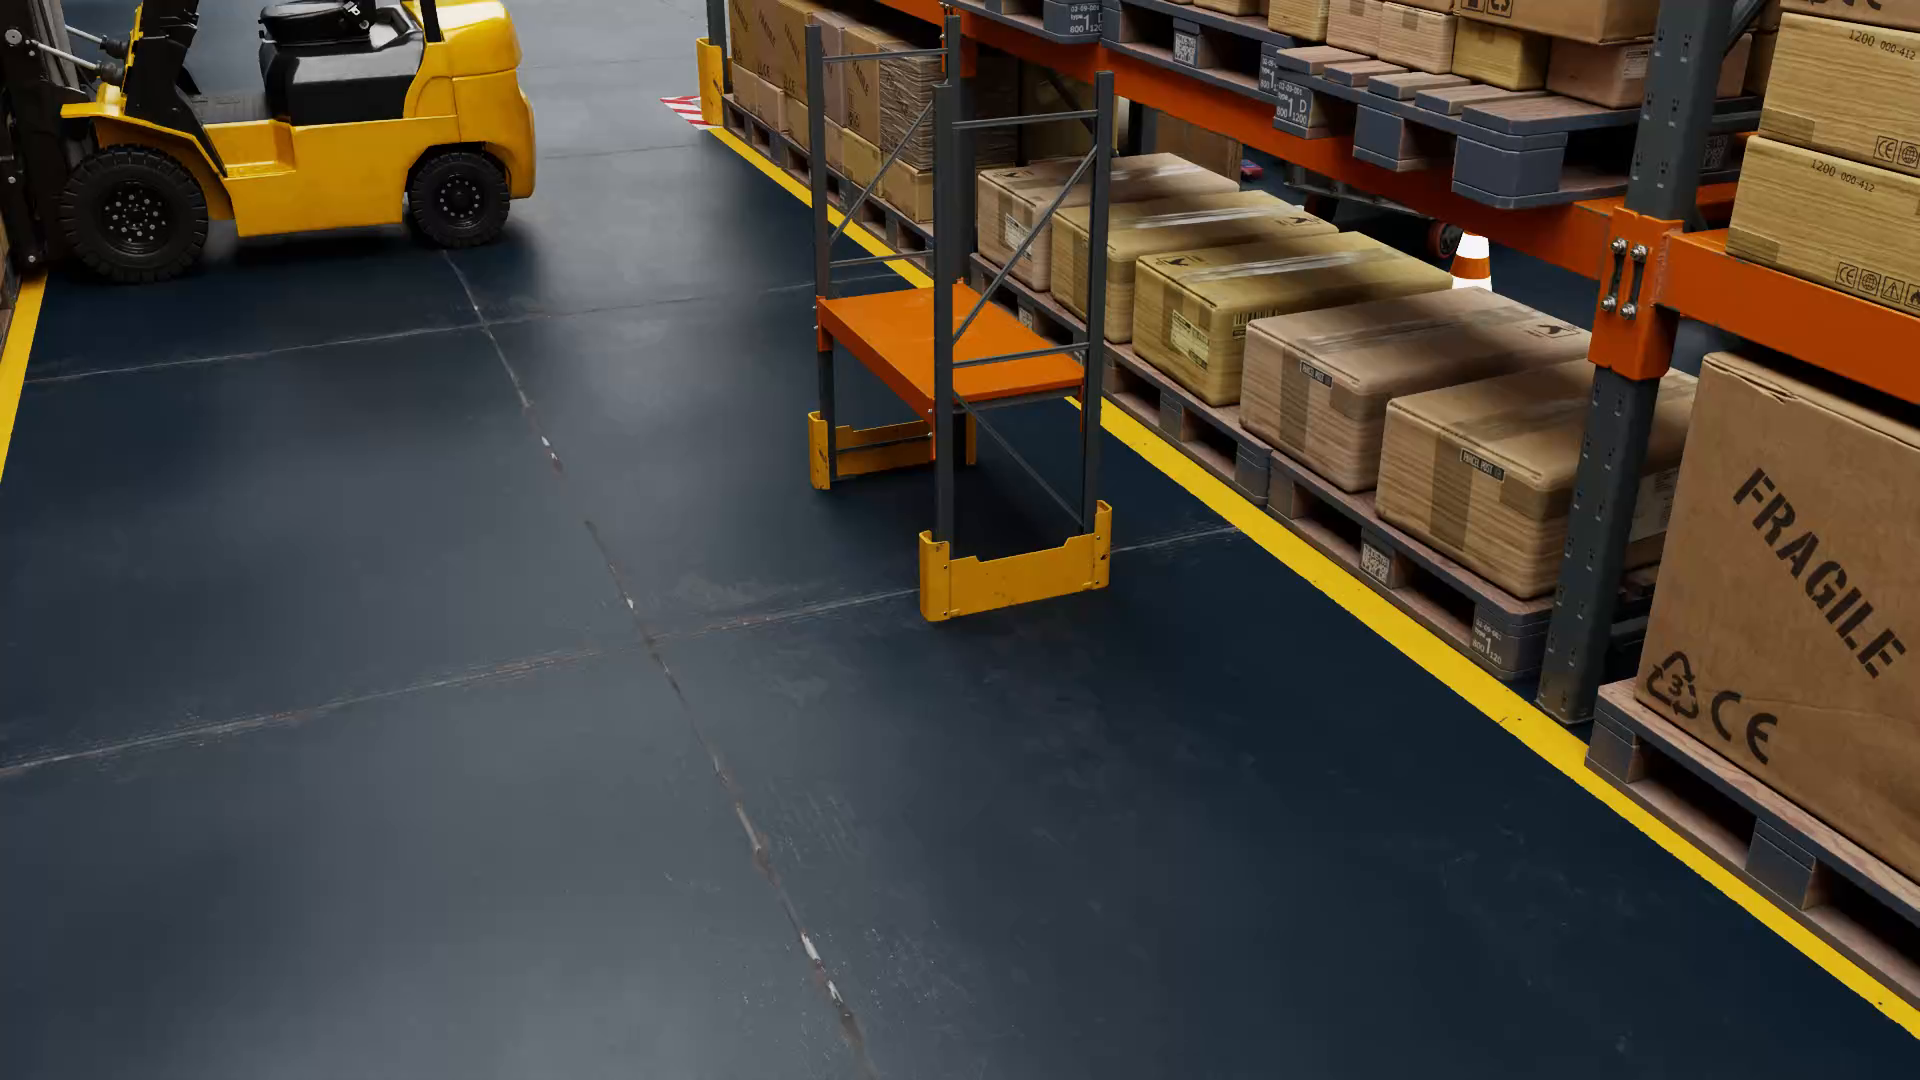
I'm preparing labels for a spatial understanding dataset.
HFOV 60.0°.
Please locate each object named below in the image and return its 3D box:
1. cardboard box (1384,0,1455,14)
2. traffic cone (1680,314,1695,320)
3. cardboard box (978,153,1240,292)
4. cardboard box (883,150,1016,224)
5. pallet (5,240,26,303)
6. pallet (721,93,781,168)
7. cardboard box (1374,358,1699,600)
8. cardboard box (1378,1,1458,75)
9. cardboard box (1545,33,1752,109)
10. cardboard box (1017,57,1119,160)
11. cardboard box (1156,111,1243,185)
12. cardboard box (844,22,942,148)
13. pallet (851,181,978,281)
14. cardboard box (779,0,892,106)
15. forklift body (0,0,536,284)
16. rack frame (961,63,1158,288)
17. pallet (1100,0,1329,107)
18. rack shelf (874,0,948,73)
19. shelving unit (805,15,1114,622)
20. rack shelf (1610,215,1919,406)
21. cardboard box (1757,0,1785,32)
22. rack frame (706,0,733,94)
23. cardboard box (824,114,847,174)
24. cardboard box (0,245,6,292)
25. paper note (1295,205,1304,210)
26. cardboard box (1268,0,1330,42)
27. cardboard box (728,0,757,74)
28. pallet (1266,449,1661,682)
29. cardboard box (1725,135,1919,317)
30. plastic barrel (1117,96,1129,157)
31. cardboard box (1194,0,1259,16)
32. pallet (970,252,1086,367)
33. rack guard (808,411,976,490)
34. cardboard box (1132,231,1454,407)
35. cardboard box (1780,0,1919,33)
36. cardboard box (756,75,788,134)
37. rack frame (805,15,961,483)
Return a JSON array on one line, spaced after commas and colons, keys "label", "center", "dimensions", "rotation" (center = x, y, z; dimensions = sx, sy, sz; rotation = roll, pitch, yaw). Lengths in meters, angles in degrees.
[{"label": "cardboard box", "center": [1.343, -1.685, 4.350], "dimensions": [0.500, 0.500, 0.500], "rotation": [-11, 28, -21]}, {"label": "traffic cone", "center": [3.230, -1.244, 7.271], "dimensions": [0.336, 0.463, 0.334], "rotation": [-11, 28, -21]}, {"label": "cardboard box", "center": [0.630, -1.386, 7.186], "dimensions": [0.950, 0.372, 0.625], "rotation": [-10, 28, -20]}, {"label": "cardboard box", "center": [-0.056, -1.735, 8.040], "dimensions": [0.500, 0.250, 0.500], "rotation": [-9, 28, -18]}, {"label": "pallet", "center": [-4.898, -1.304, 7.679], "dimensions": [1.003, 0.211, 1.213], "rotation": [-11, 28, -21]}, {"label": "pallet", "center": [-0.828, -2.586, 10.307], "dimensions": [1.003, 0.211, 1.213], "rotation": [-11, 28, -21]}, {"label": "cardboard box", "center": [1.777, -0.212, 4.782], "dimensions": [0.950, 0.372, 0.625], "rotation": [-13, 29, -24]}, {"label": "cardboard box", "center": [1.333, -1.332, 4.367], "dimensions": [0.380, 0.149, 0.250], "rotation": [-11, 28, -21]}, {"label": "cardboard box", "center": [1.644, -1.142, 3.979], "dimensions": [0.380, 0.149, 0.250], "rotation": [-10, 28, -19]}, {"label": "cardboard box", "center": [0.440, -2.164, 8.064], "dimensions": [0.500, 0.500, 0.500], "rotation": [-9, 27, -18]}, {"label": "cardboard box", "center": [1.255, -2.134, 9.047], "dimensions": [0.500, 0.500, 0.500], "rotation": [8, 27, 15]}, {"label": "cardboard box", "center": [-0.257, -2.277, 8.296], "dimensions": [0.500, 0.500, 0.500], "rotation": [-10, 28, -20]}, {"label": "pallet", "center": [0.127, -1.601, 8.289], "dimensions": [1.003, 0.211, 1.213], "rotation": [-11, 28, -21]}, {"label": "cardboard box", "center": [-0.675, -2.697, 9.157], "dimensions": [0.500, 0.500, 0.500], "rotation": [-10, 28, -20]}, {"label": "forklift body", "center": [-3.288, -2.516, 7.953], "dimensions": [2.313, 2.155, 1.214], "rotation": [-11, 28, -21]}, {"label": "rack frame", "center": [0.423, -2.589, 7.135], "dimensions": [1.000, 3.000, 0.127], "rotation": [-11, 28, -21]}, {"label": "pallet", "center": [1.176, -1.681, 5.492], "dimensions": [1.003, 0.211, 1.213], "rotation": [-11, 28, -21]}, {"label": "rack shelf", "center": [-0.361, -3.074, 8.946], "dimensions": [1.077, 0.370, 4.000], "rotation": [-11, 28, -21]}, {"label": "shelving unit", "center": [-0.030, -0.705, 4.984], "dimensions": [0.587, 1.500, 1.083], "rotation": [-11, 28, -21]}, {"label": "rack shelf", "center": [2.772, 0.156, 2.332], "dimensions": [1.077, 0.370, 4.000], "rotation": [-11, 28, -21]}, {"label": "cardboard box", "center": [2.026, -1.563, 4.102], "dimensions": [0.500, 0.500, 0.500], "rotation": [-11, 28, -22]}, {"label": "rack frame", "center": [-1.144, -4.204, 10.442], "dimensions": [1.000, 3.000, 0.127], "rotation": [-11, 28, -21]}, {"label": "cardboard box", "center": [-0.469, -2.154, 8.899], "dimensions": [0.500, 0.250, 0.500], "rotation": [-10, 28, -20]}, {"label": "cardboard box", "center": [-4.241, -1.143, 6.827], "dimensions": [0.500, 0.250, 0.500], "rotation": [-11, 28, -22]}, {"label": "paper note", "center": [1.785, -1.762, 8.825], "dimensions": [0.148, 0.019, 0.142], "rotation": [-11, 28, -21]}, {"label": "cardboard box", "center": [1.121, -1.544, 4.801], "dimensions": [0.380, 0.149, 0.250], "rotation": [-10, 28, -20]}, {"label": "cardboard box", "center": [-1.073, -3.112, 10.005], "dimensions": [0.500, 0.500, 0.500], "rotation": [-12, 28, -22]}, {"label": "pallet", "center": [1.684, -0.037, 5.086], "dimensions": [1.003, 0.211, 1.213], "rotation": [-11, 28, -21]}, {"label": "cardboard box", "center": [1.949, -0.666, 3.367], "dimensions": [0.500, 0.250, 0.500], "rotation": [-11, 28, -21]}, {"label": "plastic barrel", "center": [1.058, -2.473, 9.832], "dimensions": [0.512, 0.421, 0.421], "rotation": [8, 27, 15]}, {"label": "cardboard box", "center": [0.965, -1.754, 5.232], "dimensions": [0.380, 0.149, 0.250], "rotation": [-12, 28, -22]}, {"label": "pallet", "center": [0.729, -1.022, 7.103], "dimensions": [1.003, 0.211, 1.213], "rotation": [-11, 28, -21]}, {"label": "rack guard", "center": [-0.225, -0.344, 5.670], "dimensions": [0.587, 0.250, 0.087], "rotation": [-11, 28, -21]}, {"label": "cardboard box", "center": [1.189, -0.816, 6.019], "dimensions": [0.950, 0.372, 0.625], "rotation": [-10, 28, -19]}, {"label": "cardboard box", "center": [1.957, -1.228, 3.092], "dimensions": [0.500, 0.500, 0.500], "rotation": [-12, 28, -22]}, {"label": "cardboard box", "center": [-0.889, -2.577, 9.764], "dimensions": [0.500, 0.250, 0.500], "rotation": [-10, 28, -19]}, {"label": "rack frame", "center": [-0.232, -0.914, 5.412], "dimensions": [0.500, 1.500, 0.032], "rotation": [-11, 28, -21]}]
